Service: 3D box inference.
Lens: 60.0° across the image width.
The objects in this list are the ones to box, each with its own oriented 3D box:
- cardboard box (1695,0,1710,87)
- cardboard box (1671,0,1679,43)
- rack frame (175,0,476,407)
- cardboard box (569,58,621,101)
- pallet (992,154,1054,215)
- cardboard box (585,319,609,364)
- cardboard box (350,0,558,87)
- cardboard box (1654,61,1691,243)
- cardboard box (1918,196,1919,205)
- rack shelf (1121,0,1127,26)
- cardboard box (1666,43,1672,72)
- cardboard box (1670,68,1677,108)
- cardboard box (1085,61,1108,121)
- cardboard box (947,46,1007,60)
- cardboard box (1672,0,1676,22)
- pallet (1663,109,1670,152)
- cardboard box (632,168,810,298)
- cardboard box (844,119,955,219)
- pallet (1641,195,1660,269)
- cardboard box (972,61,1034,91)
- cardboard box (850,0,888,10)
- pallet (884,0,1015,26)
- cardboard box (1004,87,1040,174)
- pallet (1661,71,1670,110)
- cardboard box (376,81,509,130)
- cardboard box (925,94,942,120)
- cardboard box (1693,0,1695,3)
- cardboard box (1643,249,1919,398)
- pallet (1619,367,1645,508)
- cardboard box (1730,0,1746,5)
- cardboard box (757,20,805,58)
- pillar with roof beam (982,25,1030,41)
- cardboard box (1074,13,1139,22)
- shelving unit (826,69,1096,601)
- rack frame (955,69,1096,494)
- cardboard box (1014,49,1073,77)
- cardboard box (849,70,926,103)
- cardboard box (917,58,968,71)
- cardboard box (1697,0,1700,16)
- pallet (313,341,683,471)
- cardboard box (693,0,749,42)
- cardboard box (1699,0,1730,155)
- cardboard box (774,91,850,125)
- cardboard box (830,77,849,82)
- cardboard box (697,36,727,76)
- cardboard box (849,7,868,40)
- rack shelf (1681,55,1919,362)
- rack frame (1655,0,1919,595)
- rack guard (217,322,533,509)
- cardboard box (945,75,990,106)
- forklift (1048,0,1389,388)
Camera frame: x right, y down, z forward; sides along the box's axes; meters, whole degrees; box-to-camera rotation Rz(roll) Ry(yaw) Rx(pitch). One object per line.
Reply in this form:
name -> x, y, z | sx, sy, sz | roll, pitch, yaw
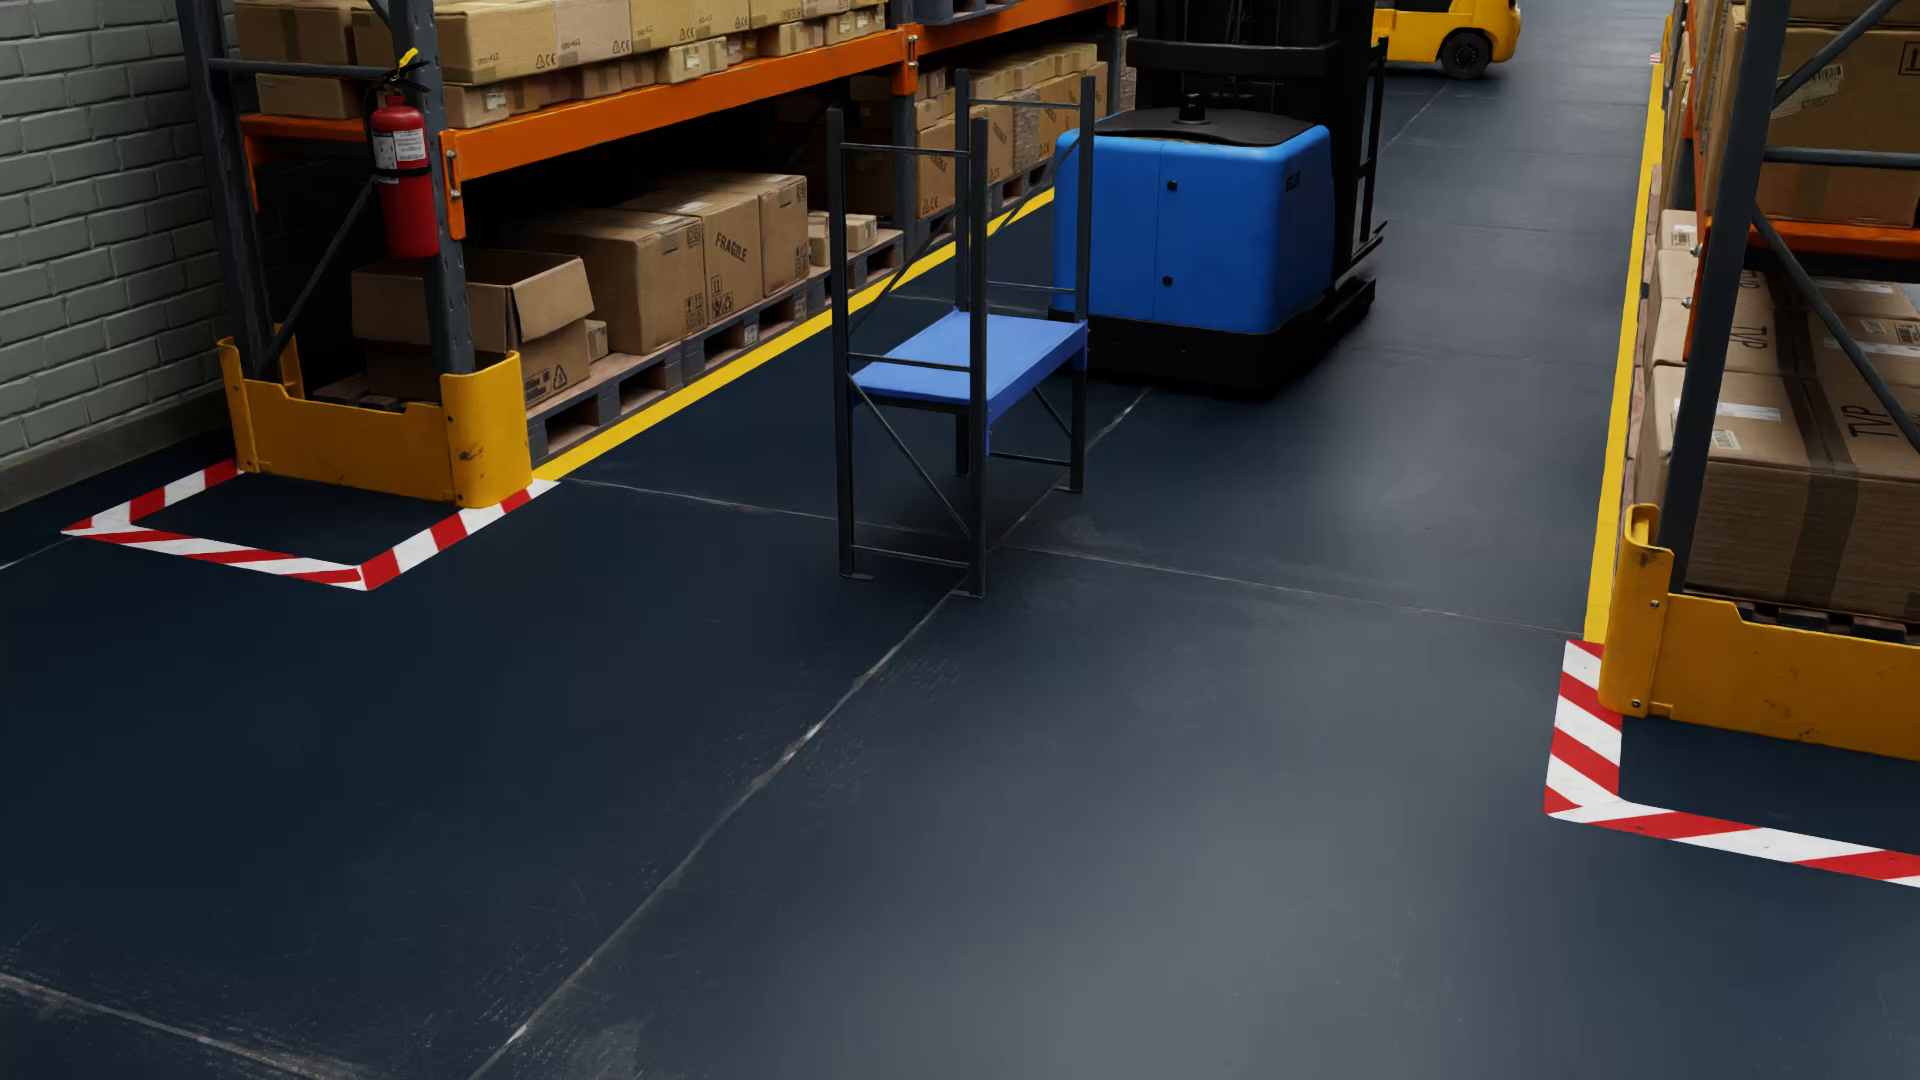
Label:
cardboard box -> 3.263, -2.065, 6.673 | 0.500, 0.500, 0.500 | 9, 24, 20
cardboard box -> 7.189, -5.078, 16.065 | 0.500, 0.500, 0.500 | 10, 25, 23
rack frame -> -2.225, -1.607, 5.705 | 1.000, 3.000, 0.127 | 9, 24, 20
cardboard box -> -1.581, -1.848, 6.608 | 0.380, 0.149, 0.250 | 10, 25, 22
pallet -> -0.021, -2.486, 11.428 | 1.003, 0.211, 1.213 | 9, 24, 20
cardboard box -> -1.716, -0.837, 7.016 | 0.380, 0.149, 0.250 | 8, 24, 18
cardboard box -> -1.806, -1.799, 5.973 | 0.500, 0.250, 0.500 | 9, 24, 20
cardboard box -> 4.355, -2.100, 9.098 | 0.875, 0.875, 0.875 | 10, 24, 22
cardboard box -> 2.830, -1.074, 4.301 | 0.500, 0.500, 0.500 | 9, 24, 20
rack shelf -> 1.489, -4.853, 14.411 | 1.077, 0.370, 4.000 | 9, 24, 20
cardboard box -> 7.001, -4.559, 15.795 | 0.500, 0.250, 0.500 | 8, 24, 19
cardboard box -> 6.386, -3.727, 13.646 | 0.950, 0.372, 0.625 | 10, 25, 23
cardboard box -> 0.789, -3.328, 12.524 | 0.500, 0.500, 0.500 | 10, 24, 22
cardboard box -> 0.122, -3.476, 12.036 | 0.380, 0.149, 0.250 | 9, 24, 21
cardboard box -> 7.763, -5.637, 17.402 | 0.500, 0.500, 0.500 | 8, 24, 18
pallet -> 6.103, -3.188, 13.109 | 1.003, 0.211, 1.213 | 9, 24, 20
cardboard box -> -1.171, -1.524, 8.206 | 0.700, 0.500, 0.500 | 8, 24, 18
cardboard box -> -0.351, -2.220, 9.870 | 0.500, 0.500, 0.500 | 10, 25, 22
pallet -> 4.539, -1.767, 9.707 | 1.003, 0.211, 1.213 | 9, 24, 20
cardboard box -> 0.280, -3.126, 11.199 | 0.380, 0.149, 0.250 | 8, 24, 18
cardboard box -> -0.702, -2.889, 8.584 | 0.500, 0.250, 0.500 | 9, 24, 21
pallet -> -0.341, -3.220, 9.816 | 1.003, 0.211, 1.213 | 9, 24, 20
cardboard box -> 0.226, -2.774, 11.198 | 0.500, 0.500, 0.500 | 8, 24, 18
pallet -> 7.059, -4.151, 15.413 | 1.003, 0.211, 1.213 | 9, 24, 20
cardboard box -> -1.848, -1.569, 5.941 | 0.380, 0.149, 0.250 | 9, 24, 20
cardboard box -> -0.328, -2.578, 9.888 | 0.380, 0.149, 0.250 | 8, 24, 19
cardboard box -> 4.941, -3.552, 10.557 | 0.500, 0.250, 0.500 | 8, 24, 19
cardboard box -> 3.206, -0.811, 6.579 | 0.875, 0.438, 0.875 | 8, 24, 18
pallet -> 3.064, -0.343, 6.298 | 1.003, 0.211, 1.213 | 9, 24, 20
cardboard box -> 2.510, -1.803, 4.748 | 0.500, 0.500, 0.500 | 9, 24, 20
cardboard box -> -0.965, -2.394, 7.915 | 0.380, 0.149, 0.250 | 8, 24, 19
pillar with roof beam -> 4.391, -7.217, 11.353 | 9.100, 9.000, 0.400 | 9, 24, 20
cardboard box -> 1.476, -4.265, 14.605 | 0.875, 0.625, 0.625 | 8, 24, 18
shelving unit -> 0.032, -0.723, 5.534 | 0.538, 1.500, 1.048 | 9, 24, 20
rack frame -> 0.221, -0.904, 5.970 | 0.500, 1.500, 0.032 | 9, 24, 20
cardboard box -> 0.587, -3.406, 11.870 | 0.380, 0.149, 0.250 | 8, 24, 18
cardboard box -> -0.415, -2.614, 9.588 | 0.380, 0.149, 0.250 | 8, 24, 19
cardboard box -> -0.167, -3.197, 11.369 | 0.380, 0.149, 0.250 | 9, 24, 20
cardboard box -> 4.386, -3.002, 9.239 | 0.500, 0.250, 0.500 | 9, 24, 20
pallet -> -1.902, -0.633, 6.991 | 1.003, 0.211, 1.213 | 9, 24, 20
cardboard box -> -1.264, -2.347, 7.286 | 0.500, 0.250, 0.500 | 8, 24, 19
cardboard box -> 2.701, -1.517, 5.361 | 0.500, 0.500, 0.500 | 10, 24, 22
cardboard box -> -0.870, -2.551, 9.822 | 0.380, 0.149, 0.250 | 8, 24, 18
cardboard box -> -0.625, -2.830, 10.489 | 0.380, 0.149, 0.250 | 8, 24, 17
cardboard box -> -1.245, -2.120, 7.260 | 0.380, 0.149, 0.250 | 9, 24, 21
cardboard box -> -0.700, -2.676, 8.590 | 0.380, 0.149, 0.250 | 9, 24, 21
rack shelf -> 3.128, -1.281, 5.859 | 1.077, 0.370, 4.000 | 9, 24, 20
rack frame -> 2.385, -0.898, 4.007 | 1.000, 3.000, 0.127 | 9, 24, 20
rack guard -> -2.197, -0.481, 6.252 | 1.175, 0.500, 0.348 | 9, 24, 20
cardboard box -> -0.026, -2.856, 10.552 | 0.380, 0.149, 0.250 | 9, 24, 20
forklift -> 1.497, -2.533, 8.012 | 1.130, 2.935, 3.031 | 11, 25, 24
